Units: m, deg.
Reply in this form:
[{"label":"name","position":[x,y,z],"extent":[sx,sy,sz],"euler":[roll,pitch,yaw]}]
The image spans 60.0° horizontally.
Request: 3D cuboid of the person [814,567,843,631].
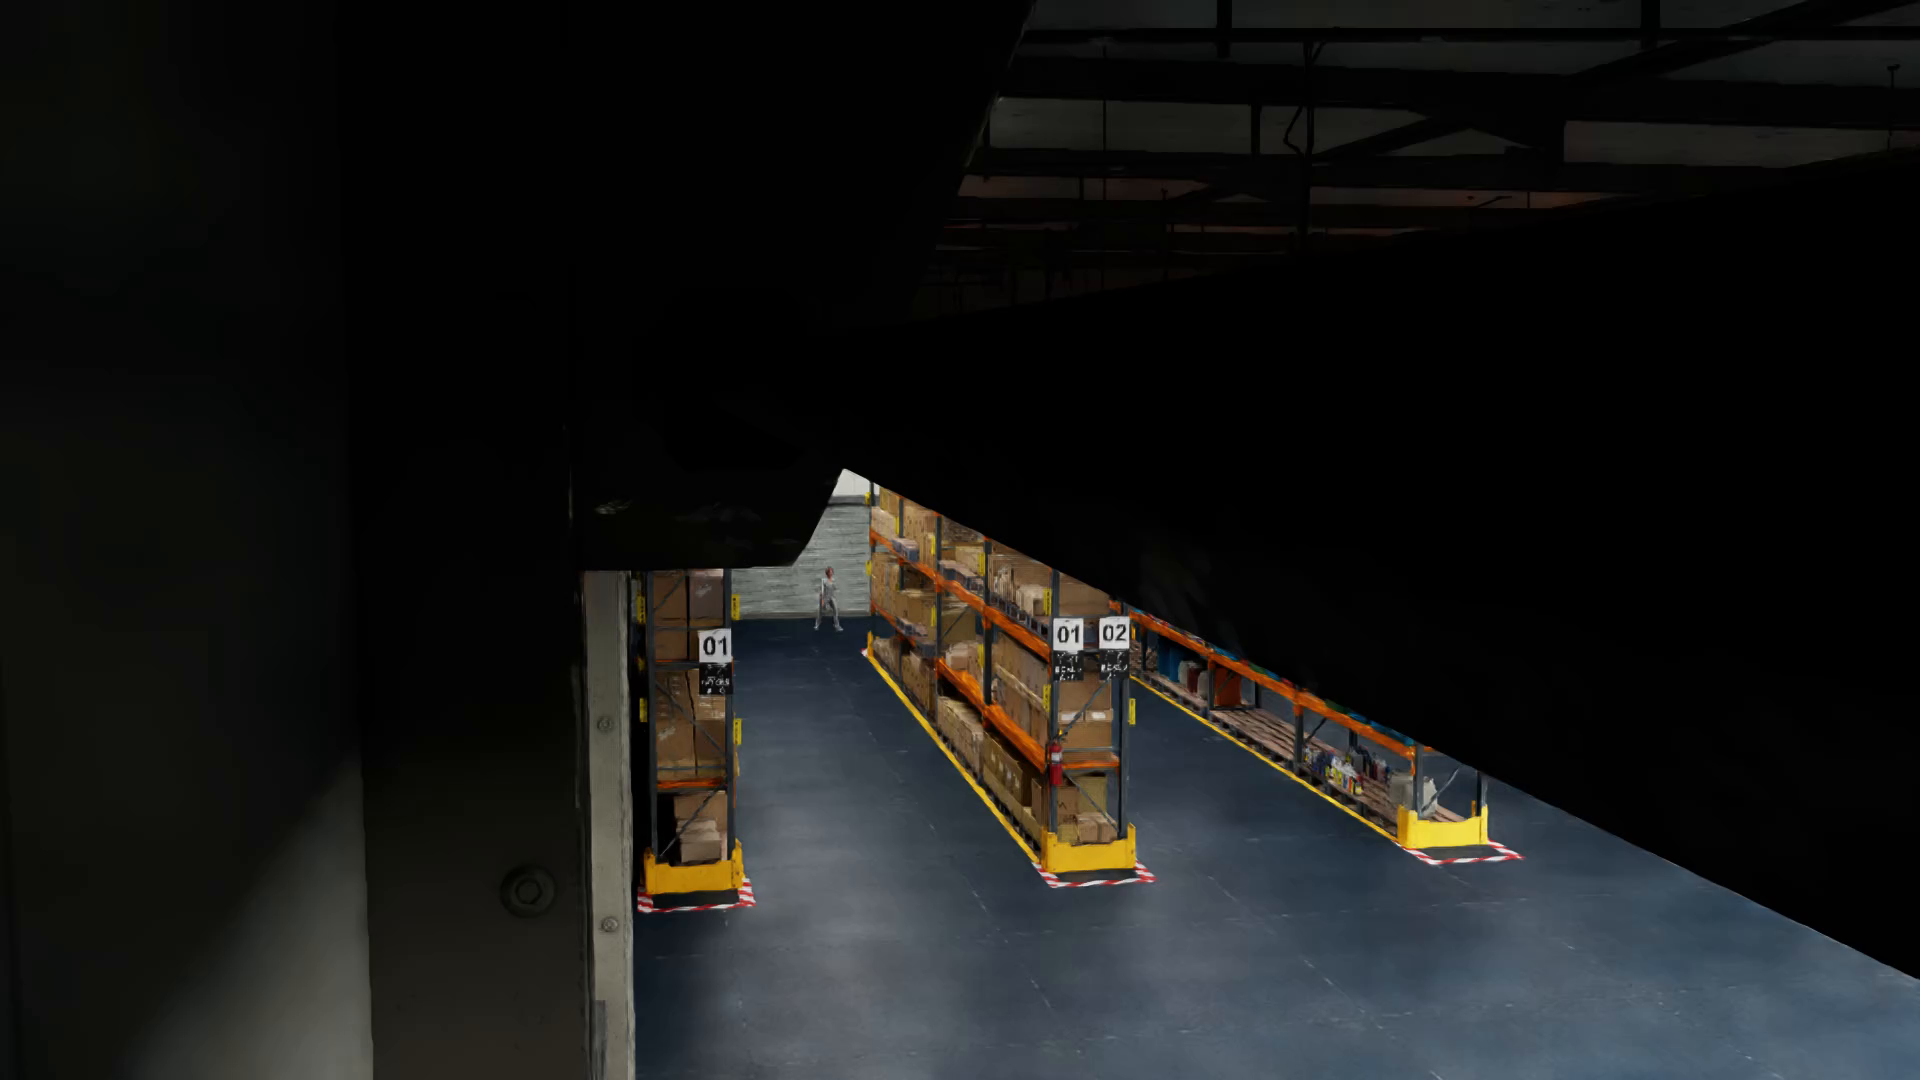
[{"label":"person","position":[-3.174,1.399,39.900],"extent":[0.451,1.538,0.881],"euler":[-4,7,-35]}]
